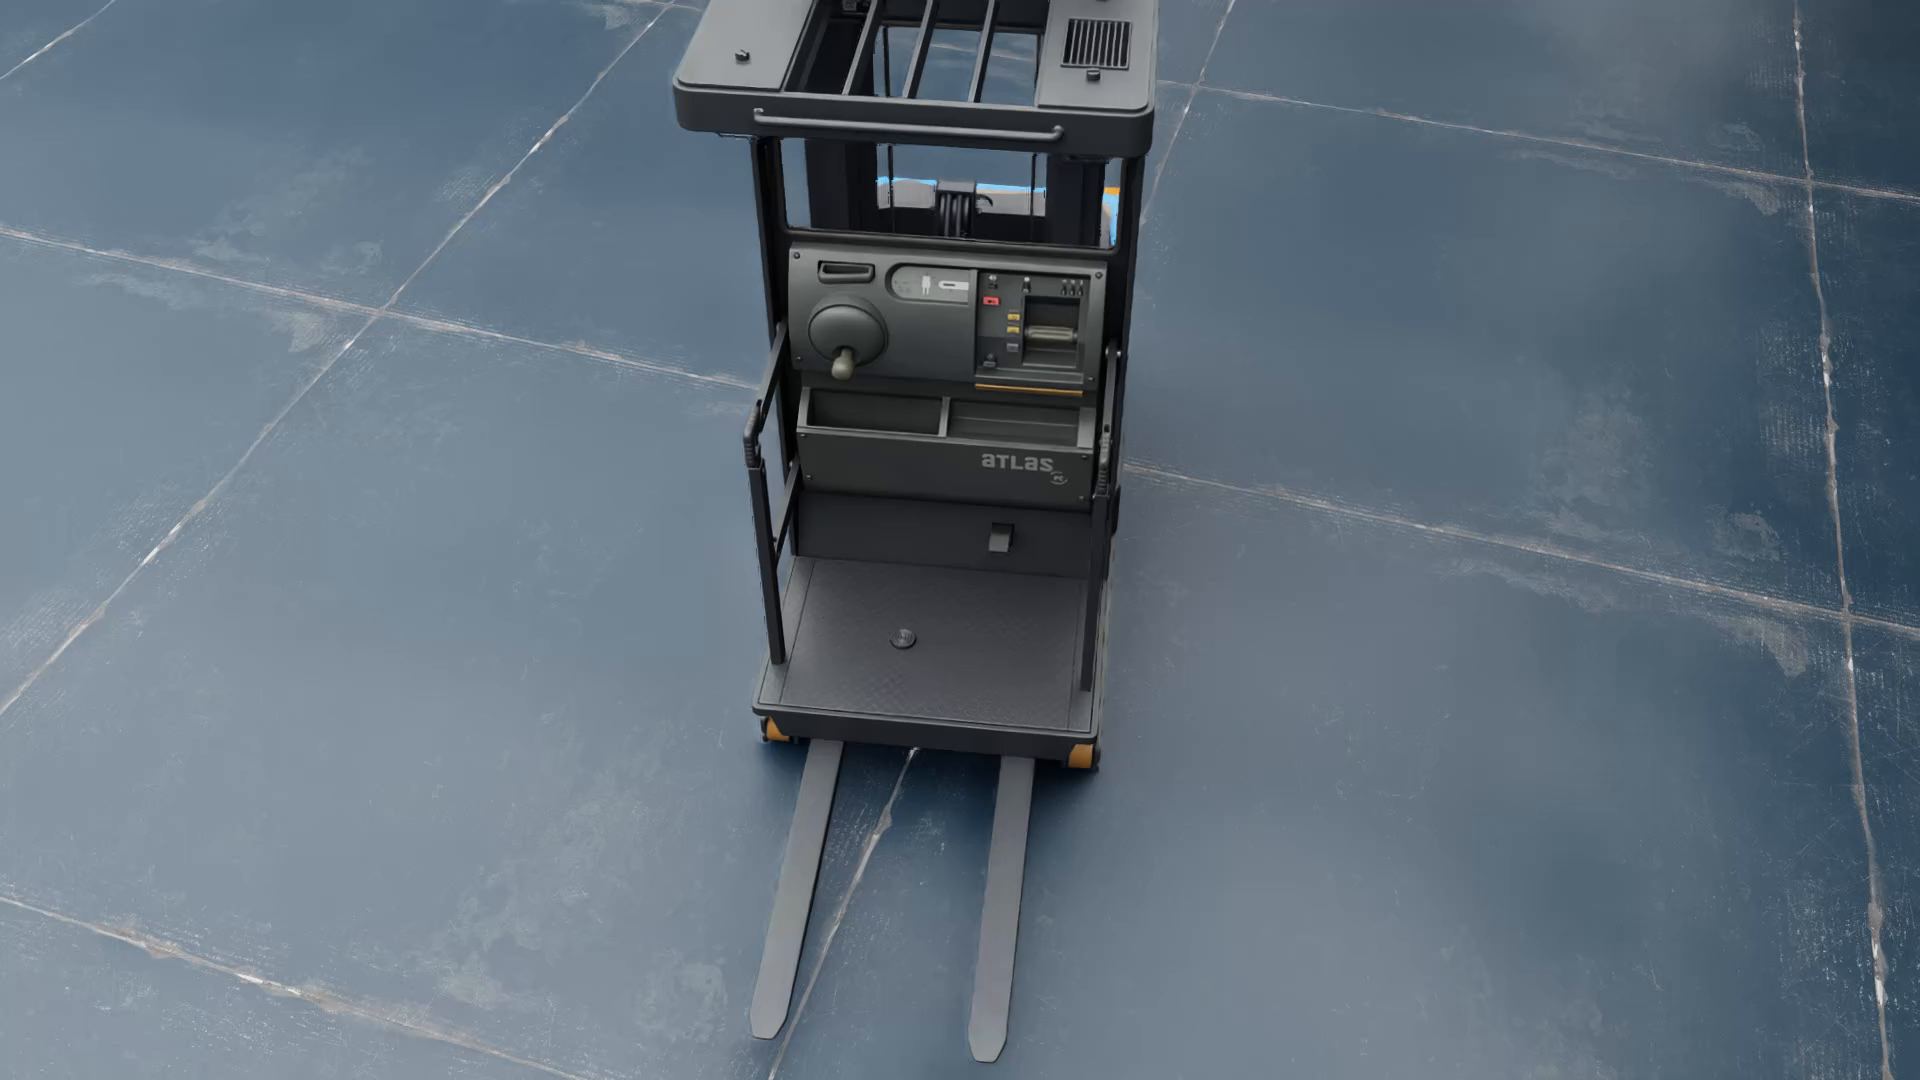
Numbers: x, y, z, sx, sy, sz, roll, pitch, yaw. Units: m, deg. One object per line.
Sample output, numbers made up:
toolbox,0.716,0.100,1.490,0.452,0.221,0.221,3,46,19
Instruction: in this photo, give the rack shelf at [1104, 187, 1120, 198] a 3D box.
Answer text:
rack shelf,0.509,-1.193,6.327,0.240,0.259,0.215,2,44,2

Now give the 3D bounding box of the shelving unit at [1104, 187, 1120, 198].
shelving unit,0.509,-0.997,6.518,0.252,1.050,0.215,2,44,2

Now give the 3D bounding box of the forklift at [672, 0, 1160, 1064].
forklift,-0.064,-0.555,4.722,1.130,2.935,3.031,5,45,5
